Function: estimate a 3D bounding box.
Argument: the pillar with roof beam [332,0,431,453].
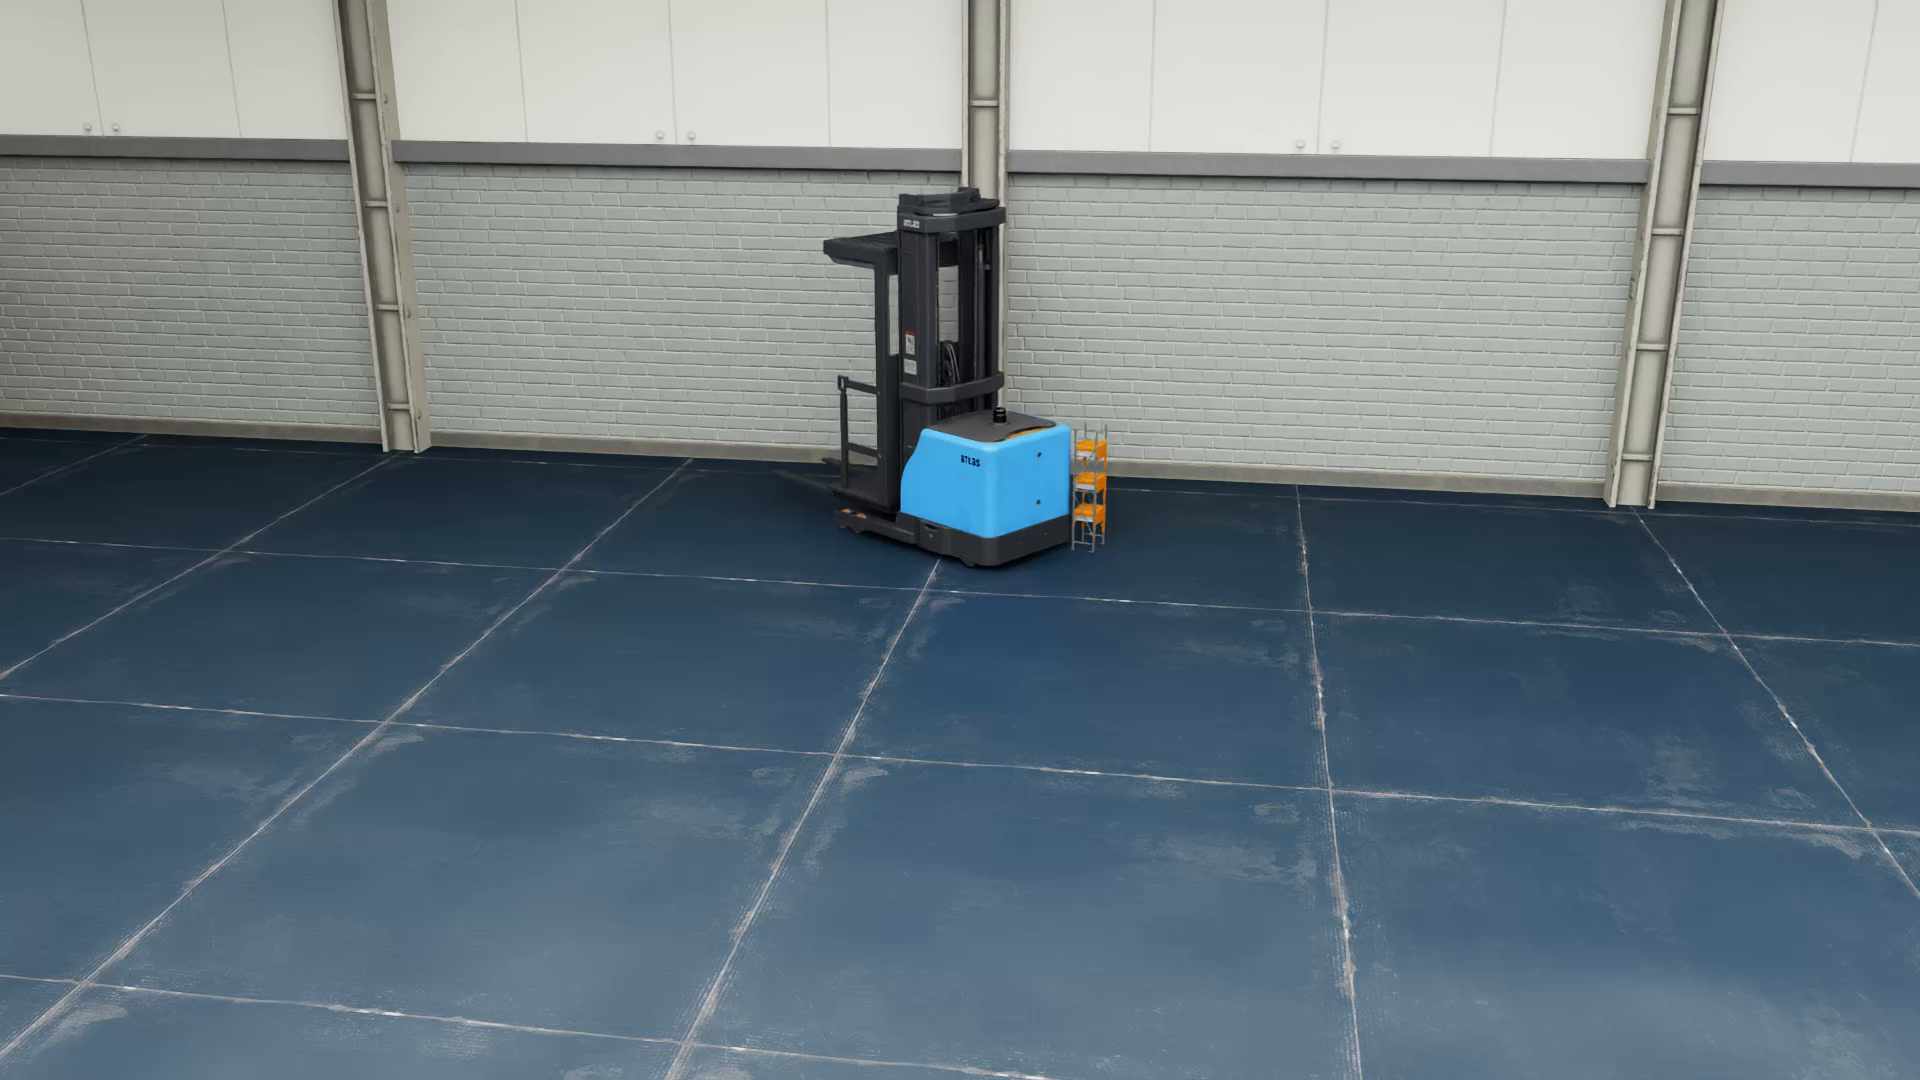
[{"bbox_3d":[-6.371,-3.866,11.675,0.400,9.000,9.100,3,19,9],"label":"pillar with roof beam"}]

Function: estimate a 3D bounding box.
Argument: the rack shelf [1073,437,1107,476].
[{"bbox_3d":[1.087,-0.698,13.874,0.215,0.259,0.240,8,20,22],"label":"rack shelf"}]

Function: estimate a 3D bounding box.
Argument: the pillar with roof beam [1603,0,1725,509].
[{"bbox_3d":[5.477,-3.262,9.870,0.400,9.000,9.100,3,19,9],"label":"pillar with roof beam"}]

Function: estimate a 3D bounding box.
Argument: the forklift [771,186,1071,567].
[{"bbox_3d":[-0.460,-1.554,14.327,1.130,2.935,3.031,-18,25,-42],"label":"forklift"}]

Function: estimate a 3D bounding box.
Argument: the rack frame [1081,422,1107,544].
[{"bbox_3d":[1.136,-0.475,14.066,0.200,1.050,0.008,8,20,22],"label":"rack frame"}]

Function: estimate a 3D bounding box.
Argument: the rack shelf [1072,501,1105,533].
[{"bbox_3d":[1.086,-0.166,14.052,0.215,0.259,0.240,8,20,22],"label":"rack shelf"}]

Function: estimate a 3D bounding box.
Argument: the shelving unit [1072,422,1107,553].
[{"bbox_3d":[1.087,-0.439,13.961,0.215,1.050,0.252,8,20,22],"label":"shelving unit"}]

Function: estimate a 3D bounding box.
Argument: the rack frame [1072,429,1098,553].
[{"bbox_3d":[1.038,-0.404,13.855,0.200,1.050,0.008,8,20,22],"label":"rack frame"}]

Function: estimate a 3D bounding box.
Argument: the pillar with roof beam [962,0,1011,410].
[{"bbox_3d":[-0.447,-3.564,10.772,0.400,9.000,9.100,3,19,9],"label":"pillar with roof beam"}]

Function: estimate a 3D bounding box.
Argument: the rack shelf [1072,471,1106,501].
[{"bbox_3d":[1.087,-0.429,13.964,0.215,0.259,0.240,8,20,22],"label":"rack shelf"}]
